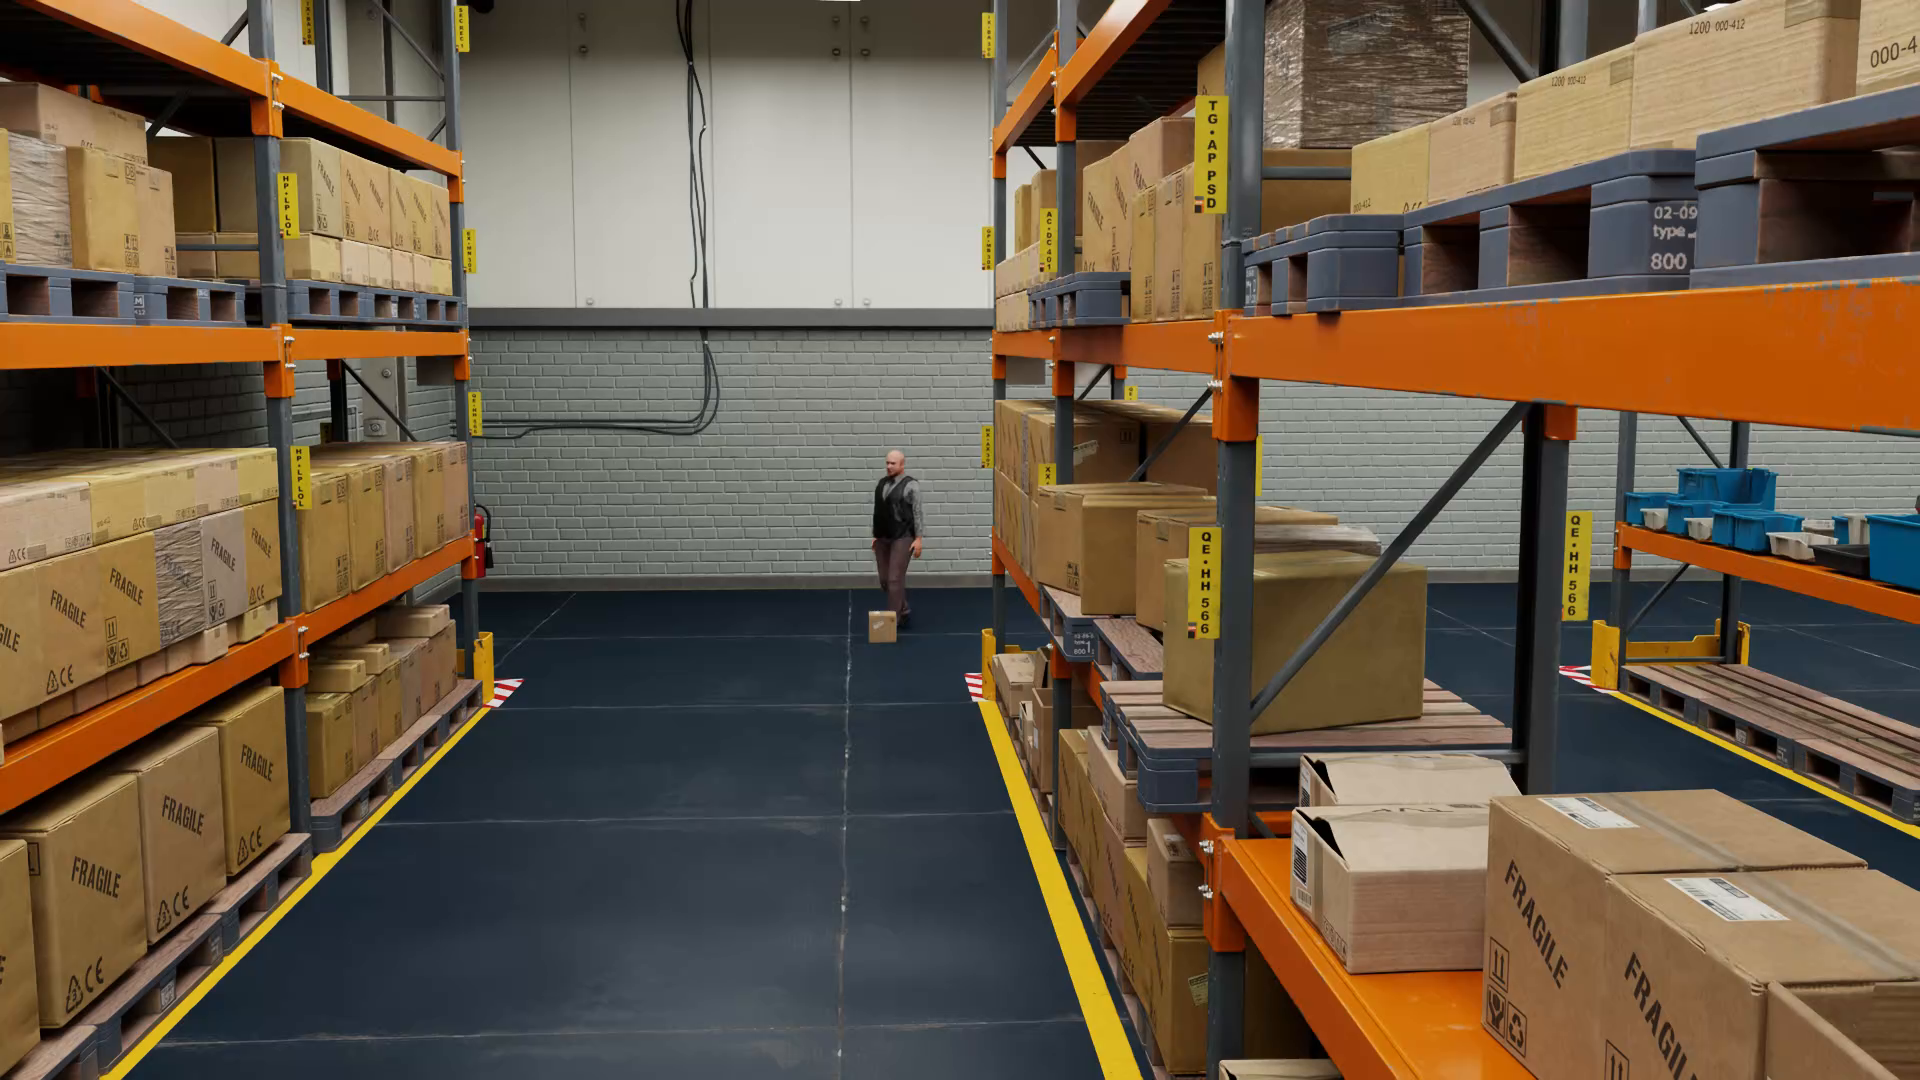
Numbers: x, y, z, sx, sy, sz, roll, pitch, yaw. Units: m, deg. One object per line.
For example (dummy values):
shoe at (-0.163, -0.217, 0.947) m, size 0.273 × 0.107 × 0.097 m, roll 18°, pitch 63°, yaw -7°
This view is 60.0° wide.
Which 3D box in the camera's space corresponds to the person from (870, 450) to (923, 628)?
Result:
person at (-0.635, 0.010, 15.768) m, size 0.558 × 1.719 × 0.659 m, roll 5°, pitch 8°, yaw 36°
